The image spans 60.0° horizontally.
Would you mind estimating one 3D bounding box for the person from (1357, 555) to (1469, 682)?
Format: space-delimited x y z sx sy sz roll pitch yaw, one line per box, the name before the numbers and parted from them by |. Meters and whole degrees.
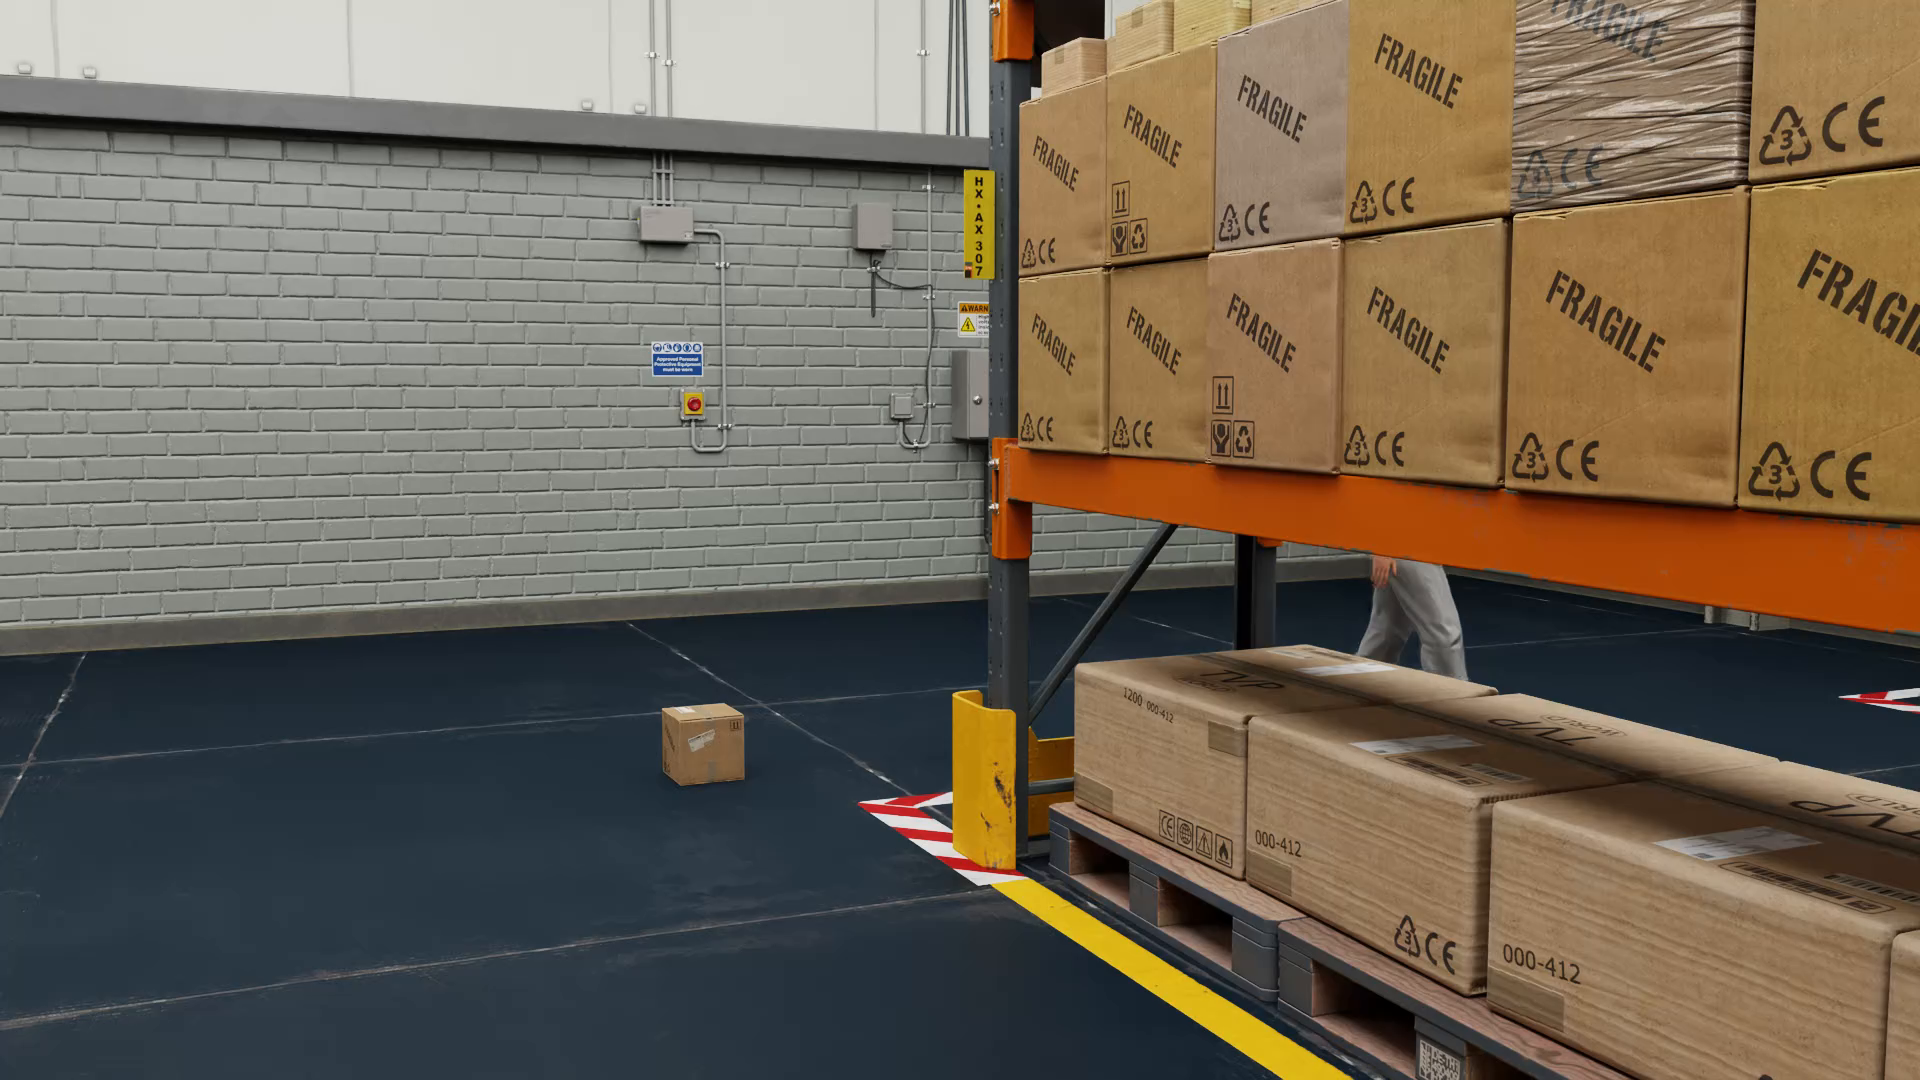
person | 1.829 0.044 6.437 0.759 1.665 0.496 3 6 30
